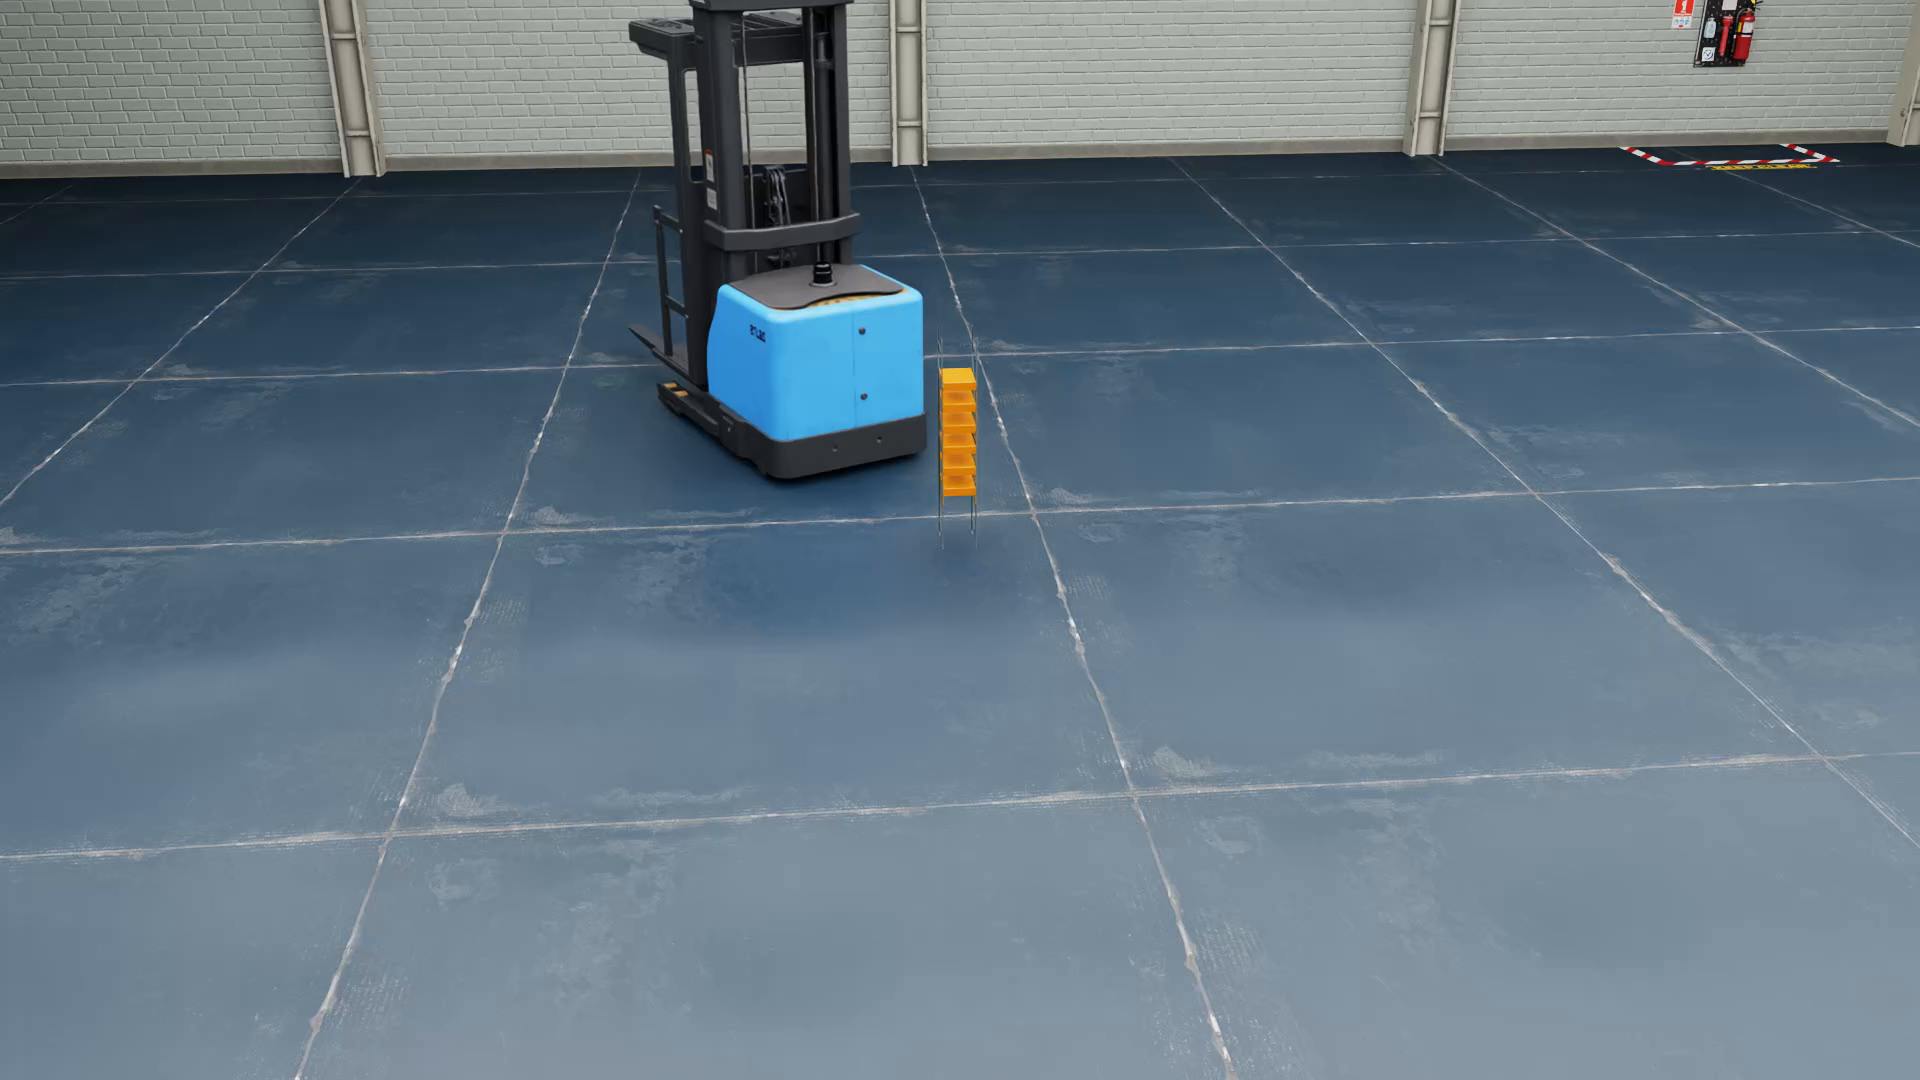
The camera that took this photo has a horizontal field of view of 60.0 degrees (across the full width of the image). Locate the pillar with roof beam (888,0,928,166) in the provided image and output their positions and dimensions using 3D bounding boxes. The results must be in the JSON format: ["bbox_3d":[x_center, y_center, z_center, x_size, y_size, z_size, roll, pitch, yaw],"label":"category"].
[{"bbox_3d":[-0.153,-6.645,13.121,0.400,9.000,9.100,-2,24,-5],"label":"pillar with roof beam"}]

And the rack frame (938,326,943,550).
[{"bbox_3d":[-0.105,-0.544,8.997,0.006,1.200,0.240,-2,24,-5],"label":"rack frame"}]

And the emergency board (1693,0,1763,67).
[{"bbox_3d":[8.903,-6.040,19.145,0.643,1.169,0.194,-2,24,-5],"label":"emergency board"}]

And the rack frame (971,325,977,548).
[{"bbox_3d":[0.077,-0.551,9.013,0.006,1.200,0.240,-2,24,-5],"label":"rack frame"}]

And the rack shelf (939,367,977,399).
[{"bbox_3d":[-0.014,-0.836,8.877,0.180,0.103,0.258,-2,24,-5],"label":"rack shelf"}]

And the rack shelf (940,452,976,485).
[{"bbox_3d":[-0.014,-0.397,9.072,0.180,0.103,0.258,-2,24,-5],"label":"rack shelf"}]

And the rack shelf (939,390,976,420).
[{"bbox_3d":[-0.014,-0.726,8.926,0.180,0.103,0.258,-2,24,-5],"label":"rack shelf"}]

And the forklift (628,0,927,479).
[{"bbox_3d":[-1.391,-2.258,10.722,1.130,2.935,3.031,-13,27,-28],"label":"forklift"}]

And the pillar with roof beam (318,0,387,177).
[{"bbox_3d":[-6.124,-6.406,12.583,0.400,9.000,9.100,-2,24,-5],"label":"pillar with roof beam"}]

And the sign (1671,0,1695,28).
[{"bbox_3d":[8.342,-6.076,19.182,0.234,0.329,0.001,-2,24,-5],"label":"sign"}]

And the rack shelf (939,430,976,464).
[{"bbox_3d":[-0.014,-0.507,9.023,0.180,0.103,0.258,-2,24,-5],"label":"rack shelf"}]

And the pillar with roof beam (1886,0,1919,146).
[{"bbox_3d":[11.789,-7.124,14.199,0.400,9.000,9.100,-2,24,-5],"label":"pillar with roof beam"}]

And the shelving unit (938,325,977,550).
[{"bbox_3d":[-0.014,-0.548,9.005,0.189,1.200,0.258,-2,24,-5],"label":"shelving unit"}]

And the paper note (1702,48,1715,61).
[{"bbox_3d":[8.720,-5.658,19.371,0.142,0.148,0.016,-2,24,-5],"label":"paper note"}]

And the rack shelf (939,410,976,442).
[{"bbox_3d":[-0.014,-0.617,8.974,0.180,0.103,0.258,-2,24,-5],"label":"rack shelf"}]

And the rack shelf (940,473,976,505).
[{"bbox_3d":[-0.014,-0.288,9.121,0.180,0.103,0.258,-2,24,-5],"label":"rack shelf"}]

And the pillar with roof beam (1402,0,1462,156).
[{"bbox_3d":[5.818,-6.885,13.660,0.400,9.000,9.100,-2,24,-5],"label":"pillar with roof beam"}]
